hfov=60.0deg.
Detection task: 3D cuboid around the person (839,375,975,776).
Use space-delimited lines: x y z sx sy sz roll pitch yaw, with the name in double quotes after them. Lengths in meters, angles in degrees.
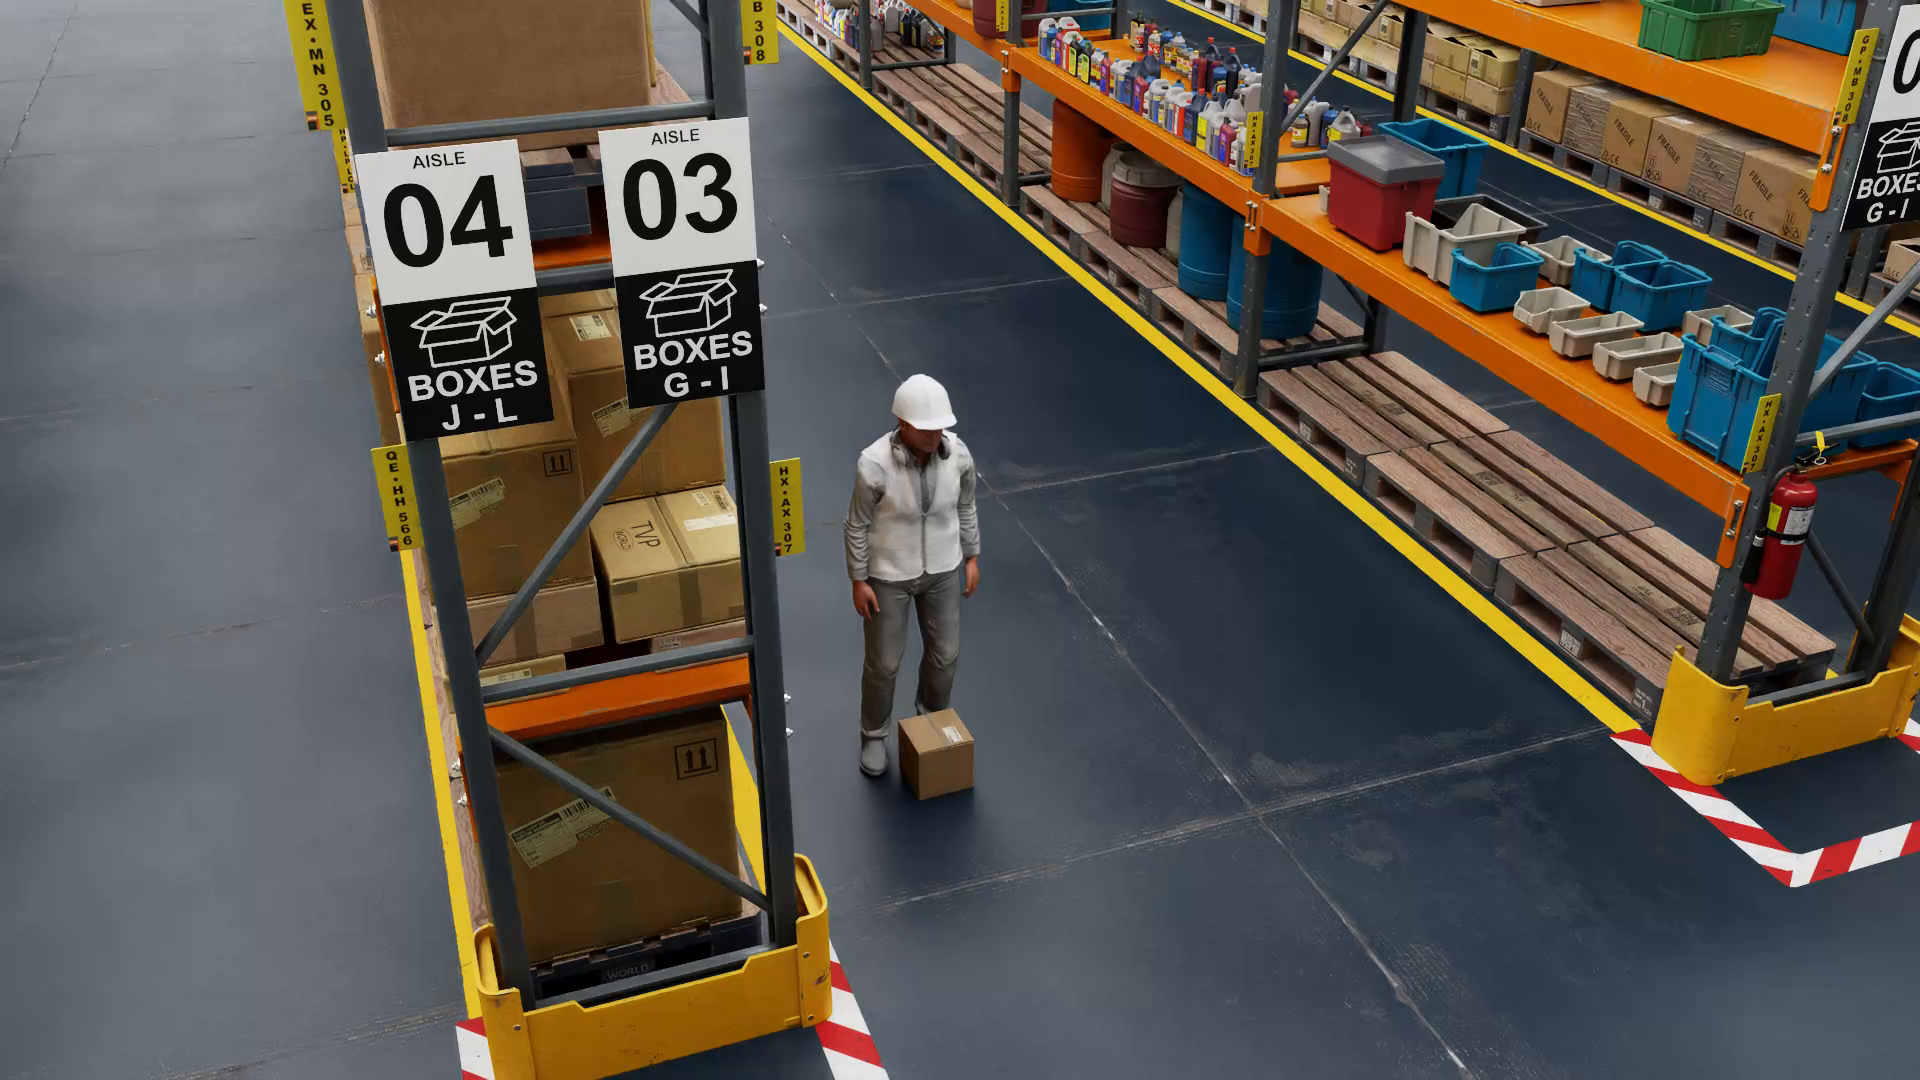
-0.207 0.128 6.881 0.579 1.767 0.462 -11 31 -19 "person"
